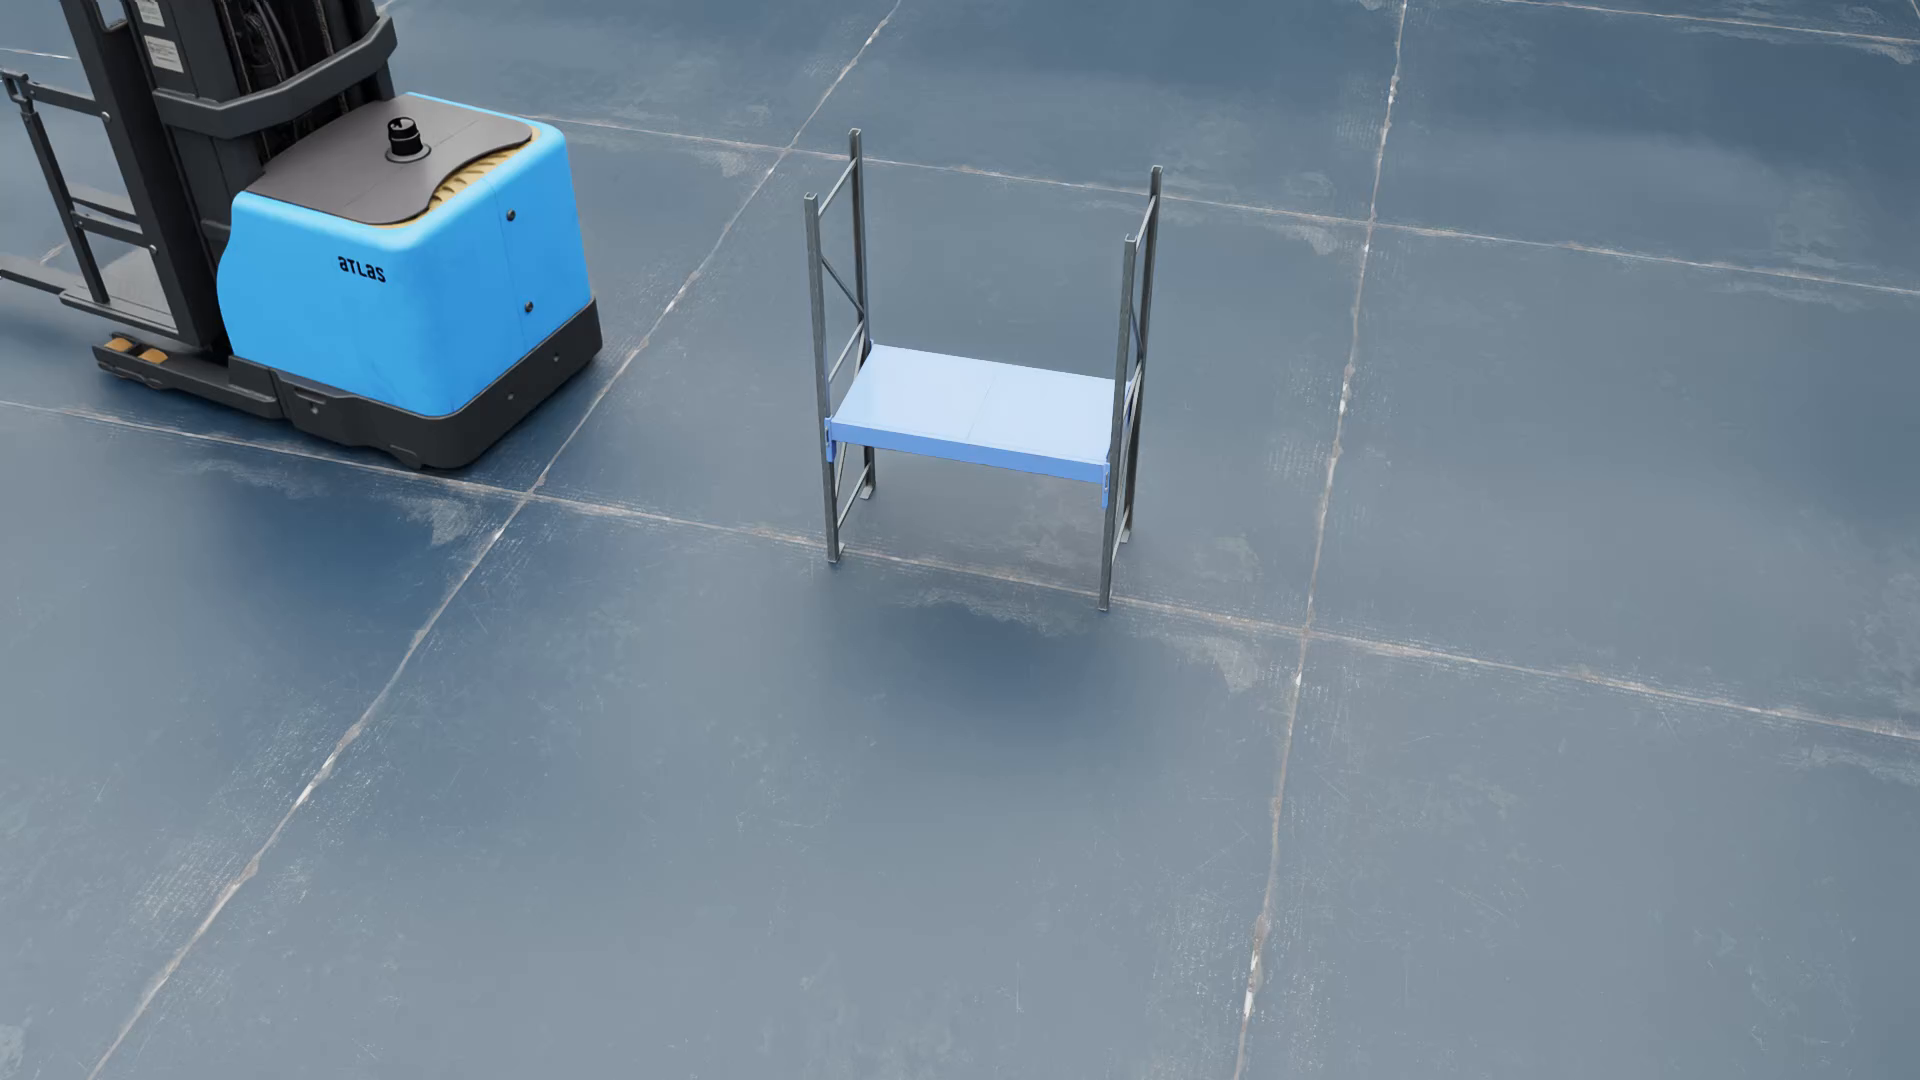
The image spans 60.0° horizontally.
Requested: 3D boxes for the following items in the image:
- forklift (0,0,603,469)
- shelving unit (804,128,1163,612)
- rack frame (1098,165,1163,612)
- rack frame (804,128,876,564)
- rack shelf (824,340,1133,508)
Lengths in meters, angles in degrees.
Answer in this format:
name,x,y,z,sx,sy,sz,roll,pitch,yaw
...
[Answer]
name,x,y,z,sx,sy,sz,roll,pitch,yaw
forklift,-3.088,-2.045,6.406,3.031,2.935,1.130,17,43,19
shelving unit,0.082,-0.560,5.751,1.048,1.500,0.538,10,41,11
rack frame,0.573,-0.476,5.650,0.032,1.500,0.500,10,41,11
rack frame,-0.409,-0.645,5.851,0.032,1.500,0.500,10,41,11
rack shelf,0.082,-0.422,5.866,1.000,0.185,0.538,10,41,11
